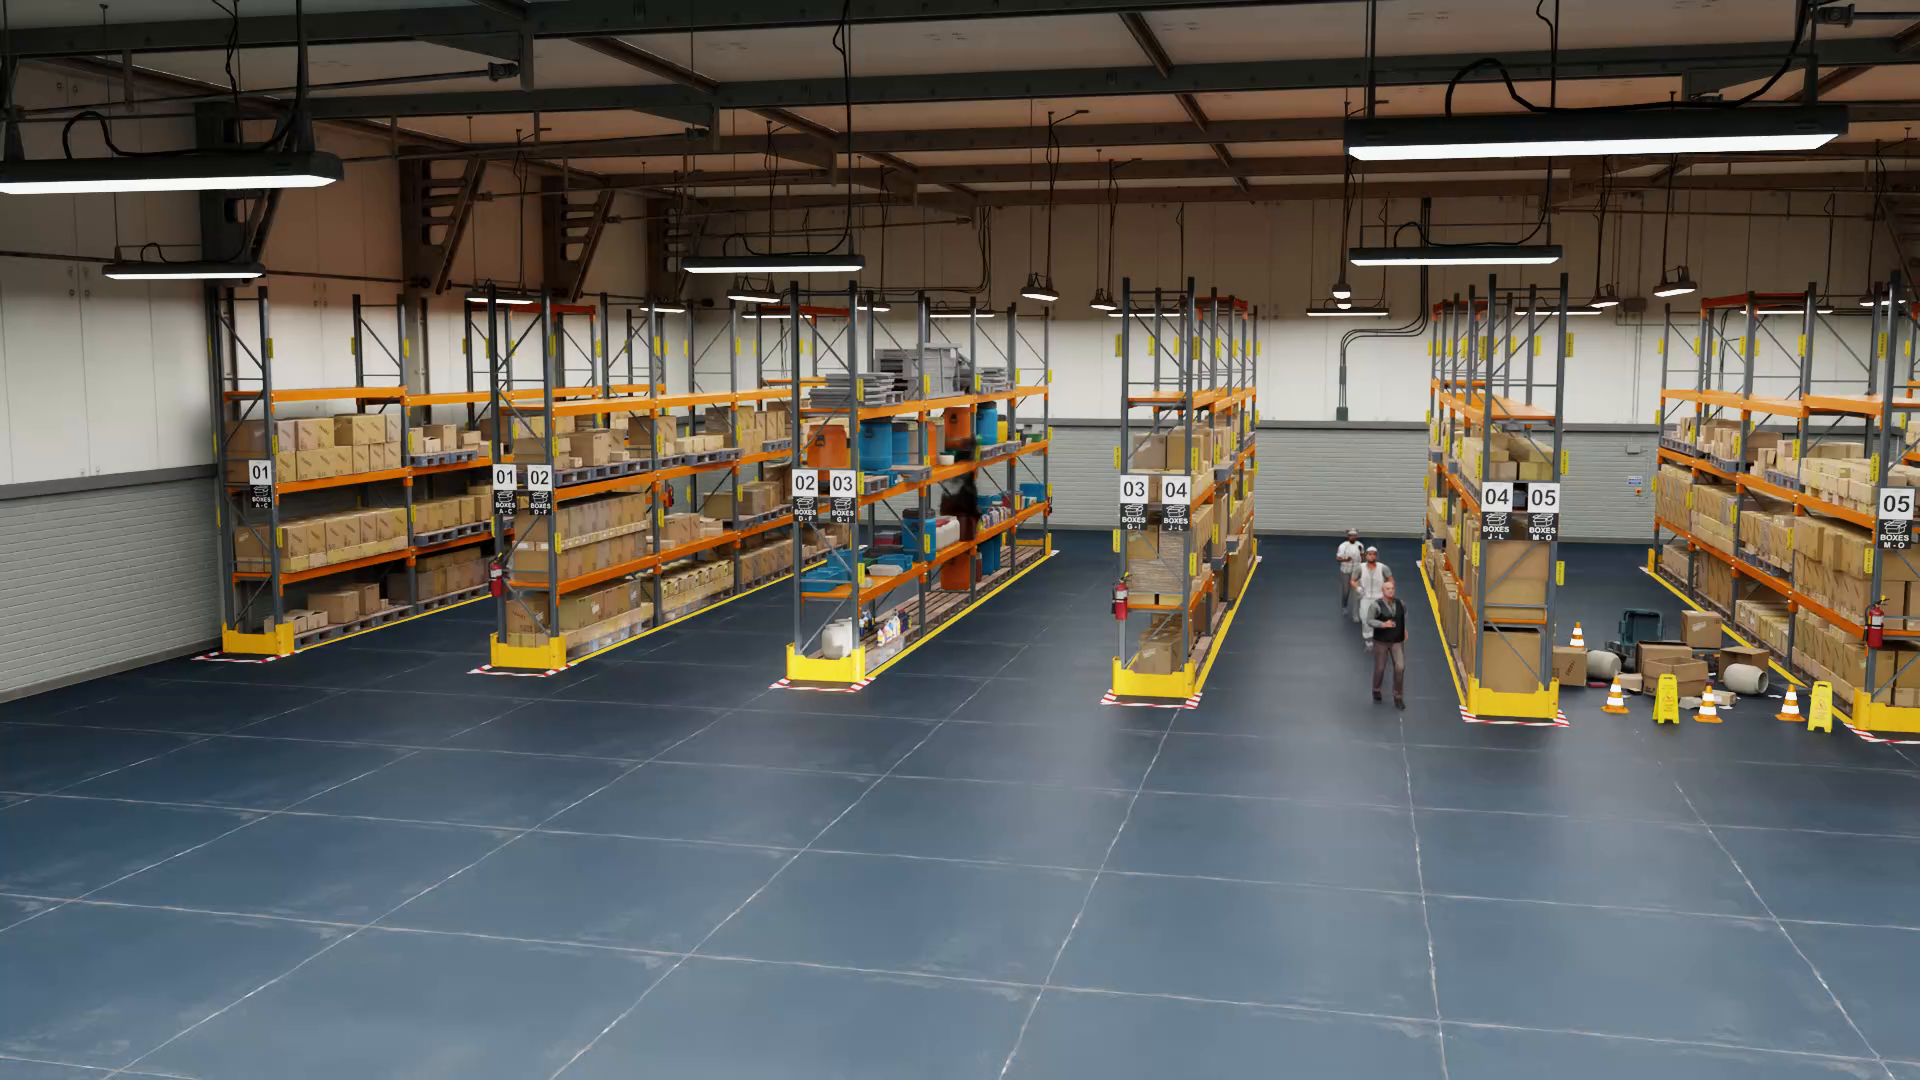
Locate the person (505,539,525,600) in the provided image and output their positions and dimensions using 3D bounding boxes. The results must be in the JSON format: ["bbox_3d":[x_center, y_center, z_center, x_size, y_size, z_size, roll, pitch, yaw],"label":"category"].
[{"bbox_3d":[-8.072,0.753,30.375,0.543,1.565,0.487,1,7,8],"label":"person"}]

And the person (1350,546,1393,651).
[{"bbox_3d":[6.796,0.978,27.448,0.695,1.750,0.593,1,7,11],"label":"person"}]

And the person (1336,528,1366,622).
[{"bbox_3d":[7.218,0.612,30.618,0.580,1.679,0.949,0,7,3],"label":"person"}]

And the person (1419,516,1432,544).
[{"bbox_3d":[11.264,-0.378,39.631,0.603,1.681,0.774,2,7,18],"label":"person"}]

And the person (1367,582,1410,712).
[{"bbox_3d":[6.005,1.473,23.286,0.662,1.784,0.747,0,7,-4],"label":"person"}]
